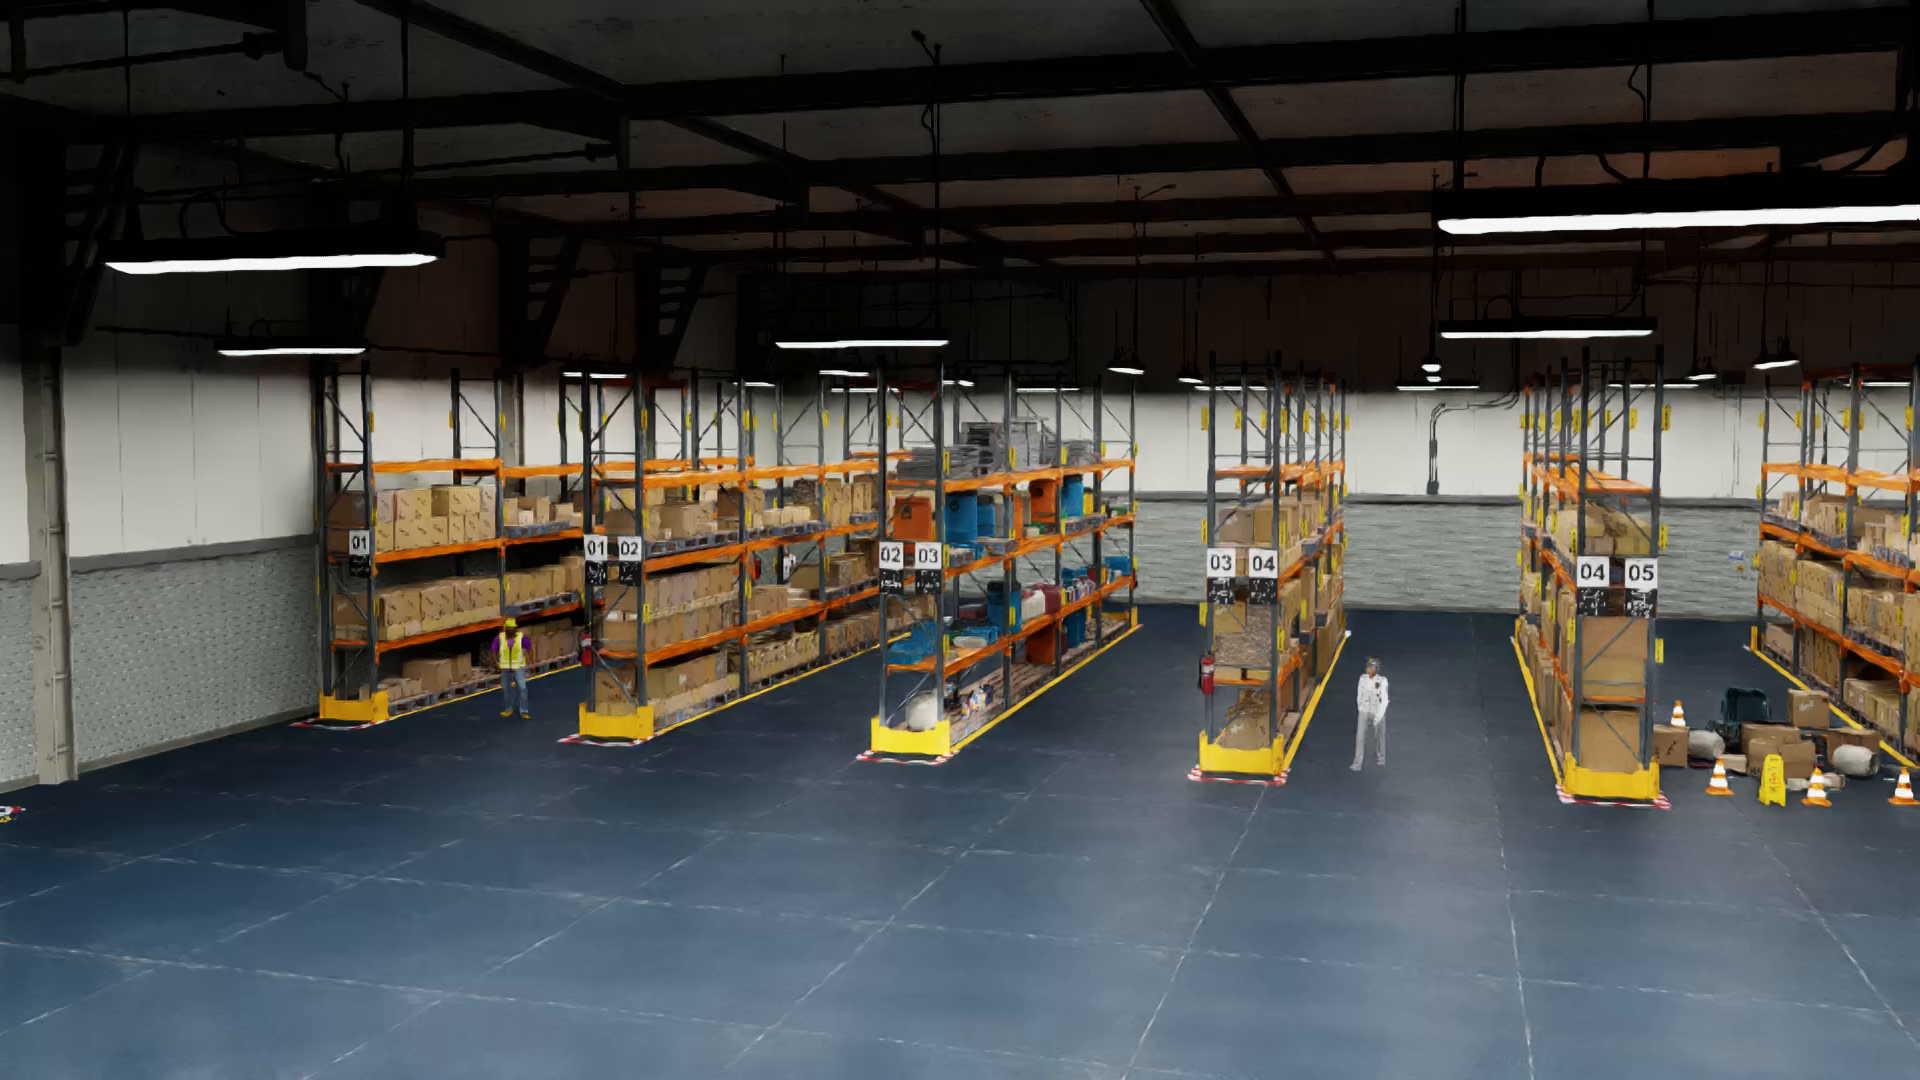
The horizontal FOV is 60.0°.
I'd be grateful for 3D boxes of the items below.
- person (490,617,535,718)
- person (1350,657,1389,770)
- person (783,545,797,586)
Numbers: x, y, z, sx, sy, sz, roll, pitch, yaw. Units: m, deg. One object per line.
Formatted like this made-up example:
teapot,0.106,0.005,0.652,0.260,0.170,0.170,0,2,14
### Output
person,-7.540,2.143,27.987,0.688,1.707,0.762,0,4,-6
person,5.923,2.468,23.883,0.483,1.619,0.999,2,5,26
person,-4.635,0.971,44.487,0.679,1.705,0.768,0,4,-5
